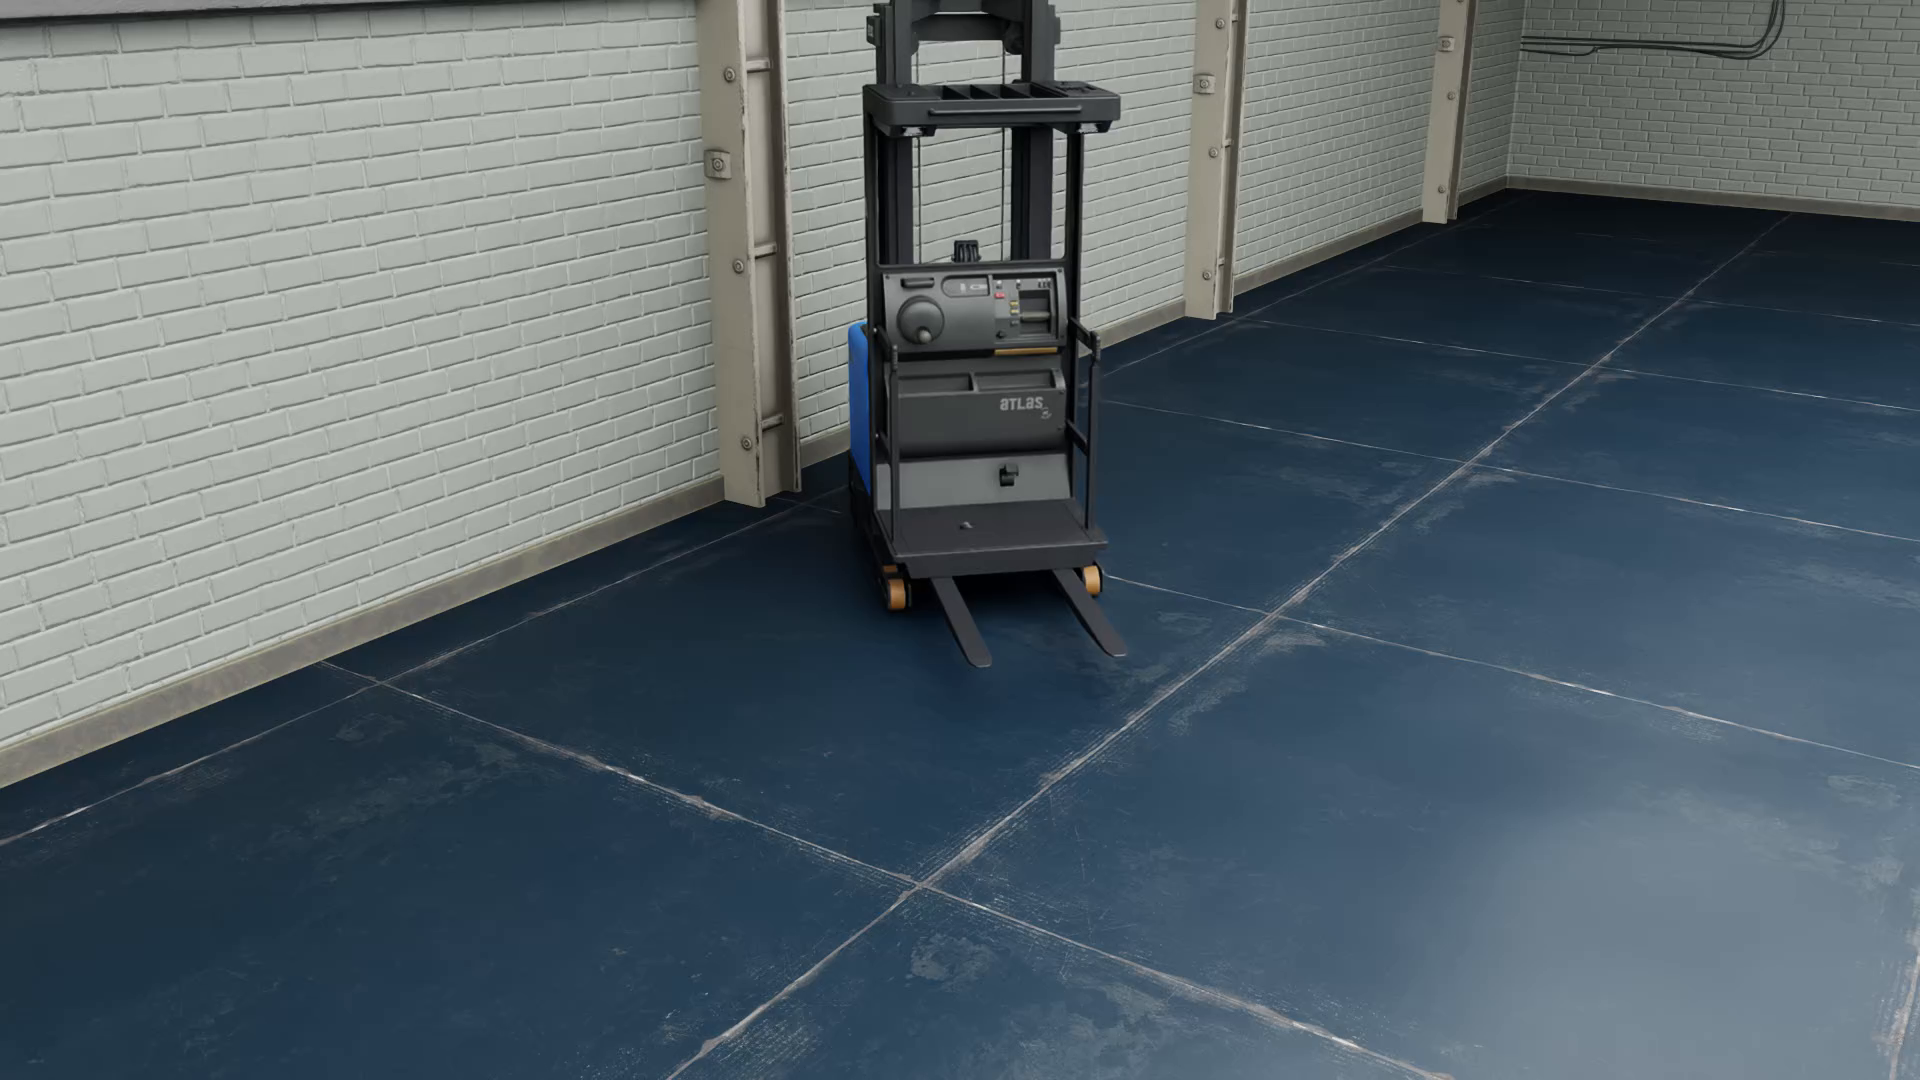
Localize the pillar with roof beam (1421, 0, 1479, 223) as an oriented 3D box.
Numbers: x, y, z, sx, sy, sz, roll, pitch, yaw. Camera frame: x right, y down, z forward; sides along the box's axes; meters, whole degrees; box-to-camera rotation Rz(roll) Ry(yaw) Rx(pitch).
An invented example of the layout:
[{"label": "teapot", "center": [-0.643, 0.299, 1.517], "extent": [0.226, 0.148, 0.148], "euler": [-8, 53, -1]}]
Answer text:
[{"label": "pillar with roof beam", "center": [9.113, -7.100, 15.488], "extent": [9.100, 9.000, 0.400], "euler": [13, 24, 32]}]

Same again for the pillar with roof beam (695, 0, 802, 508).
[{"label": "pillar with roof beam", "center": [2.367, -3.657, 6.180], "extent": [9.100, 9.000, 0.400], "euler": [13, 24, 32]}]

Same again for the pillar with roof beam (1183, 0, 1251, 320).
[{"label": "pillar with roof beam", "center": [5.740, -5.378, 10.834], "extent": [9.100, 9.000, 0.400], "euler": [13, 24, 32]}]

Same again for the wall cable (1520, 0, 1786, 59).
[{"label": "wall cable", "center": [8.302, -7.071, 19.884], "extent": [3.097, 2.526, 0.112], "euler": [13, 24, 32]}]

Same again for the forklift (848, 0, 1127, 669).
[{"label": "forklift", "center": [0.118, -1.156, 8.165], "extent": [1.130, 2.935, 3.031], "euler": [-4, 21, -10]}]
